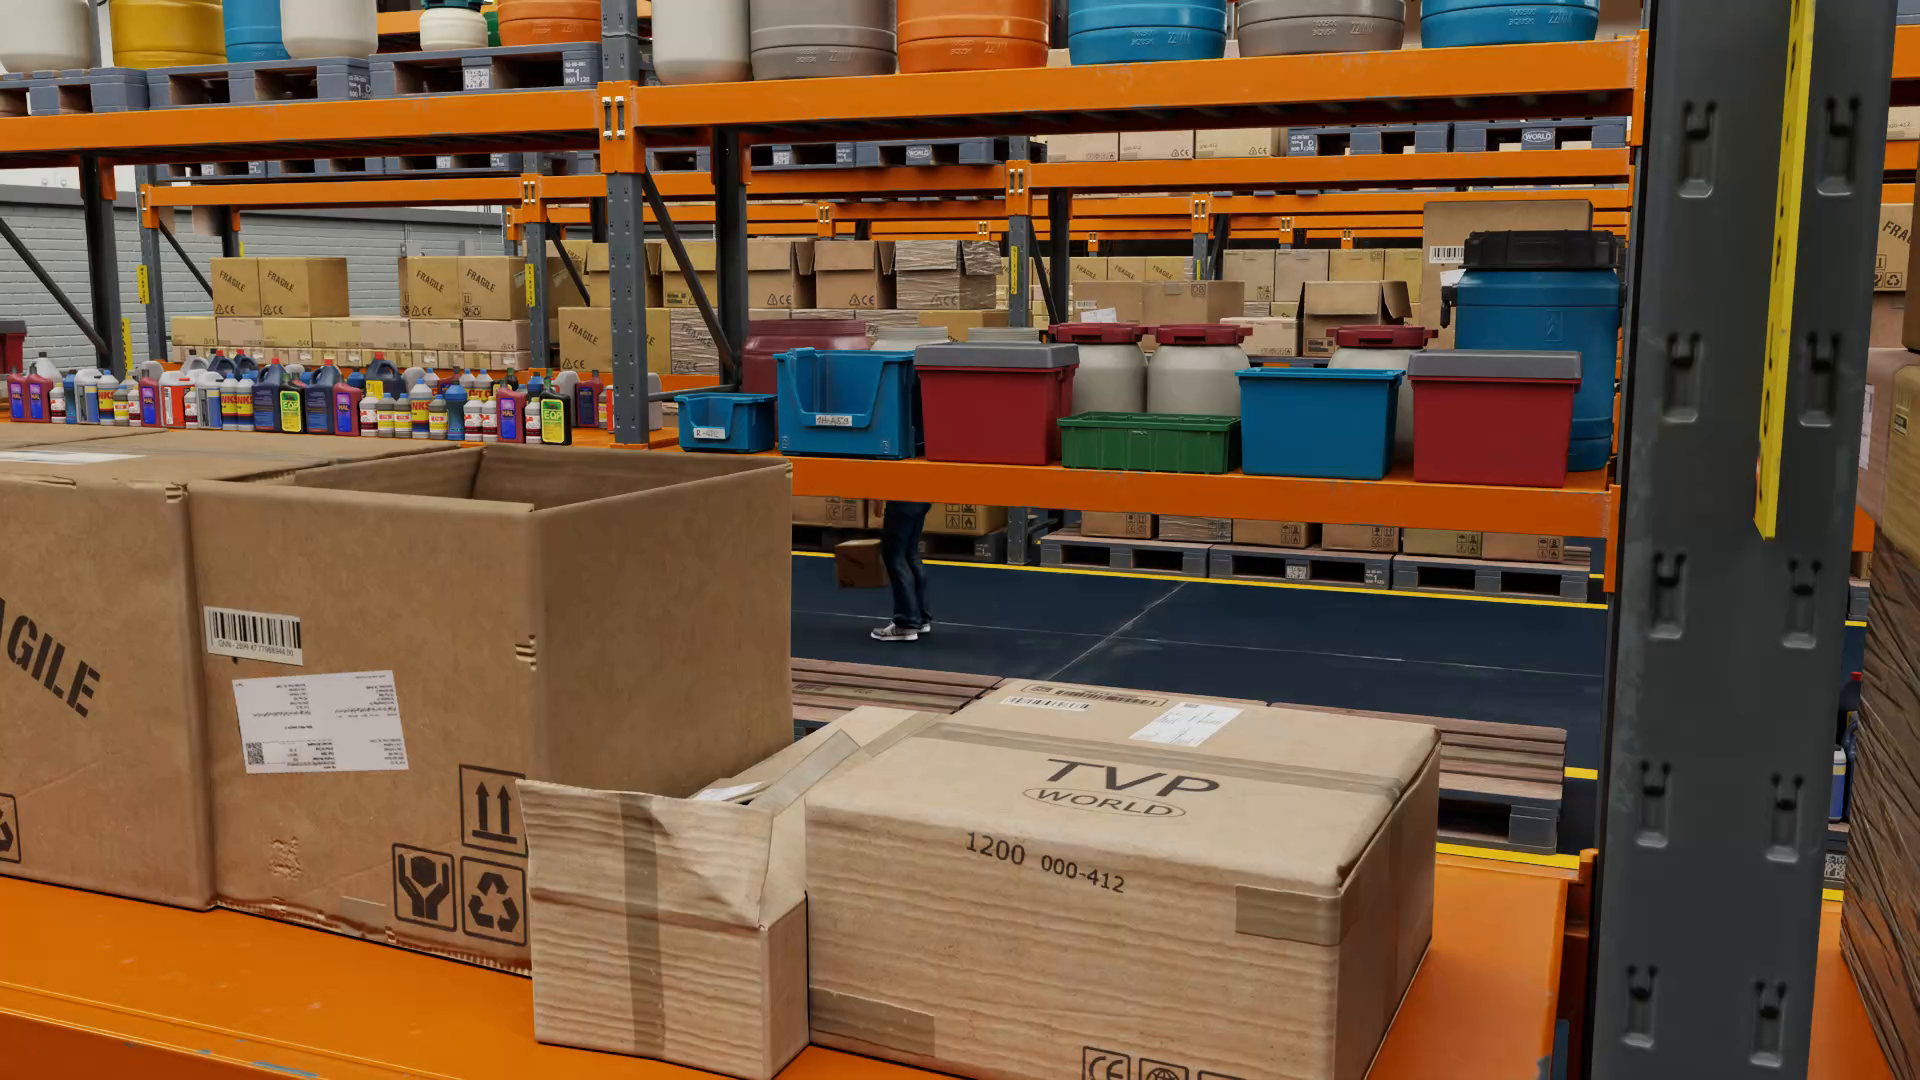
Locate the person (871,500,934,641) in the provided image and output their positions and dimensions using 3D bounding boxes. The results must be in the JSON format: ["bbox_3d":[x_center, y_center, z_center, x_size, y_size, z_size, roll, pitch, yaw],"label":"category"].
[{"bbox_3d":[-0.309,-0.234,9.370,0.336,1.597,0.453,3,9,19],"label":"person"}]
